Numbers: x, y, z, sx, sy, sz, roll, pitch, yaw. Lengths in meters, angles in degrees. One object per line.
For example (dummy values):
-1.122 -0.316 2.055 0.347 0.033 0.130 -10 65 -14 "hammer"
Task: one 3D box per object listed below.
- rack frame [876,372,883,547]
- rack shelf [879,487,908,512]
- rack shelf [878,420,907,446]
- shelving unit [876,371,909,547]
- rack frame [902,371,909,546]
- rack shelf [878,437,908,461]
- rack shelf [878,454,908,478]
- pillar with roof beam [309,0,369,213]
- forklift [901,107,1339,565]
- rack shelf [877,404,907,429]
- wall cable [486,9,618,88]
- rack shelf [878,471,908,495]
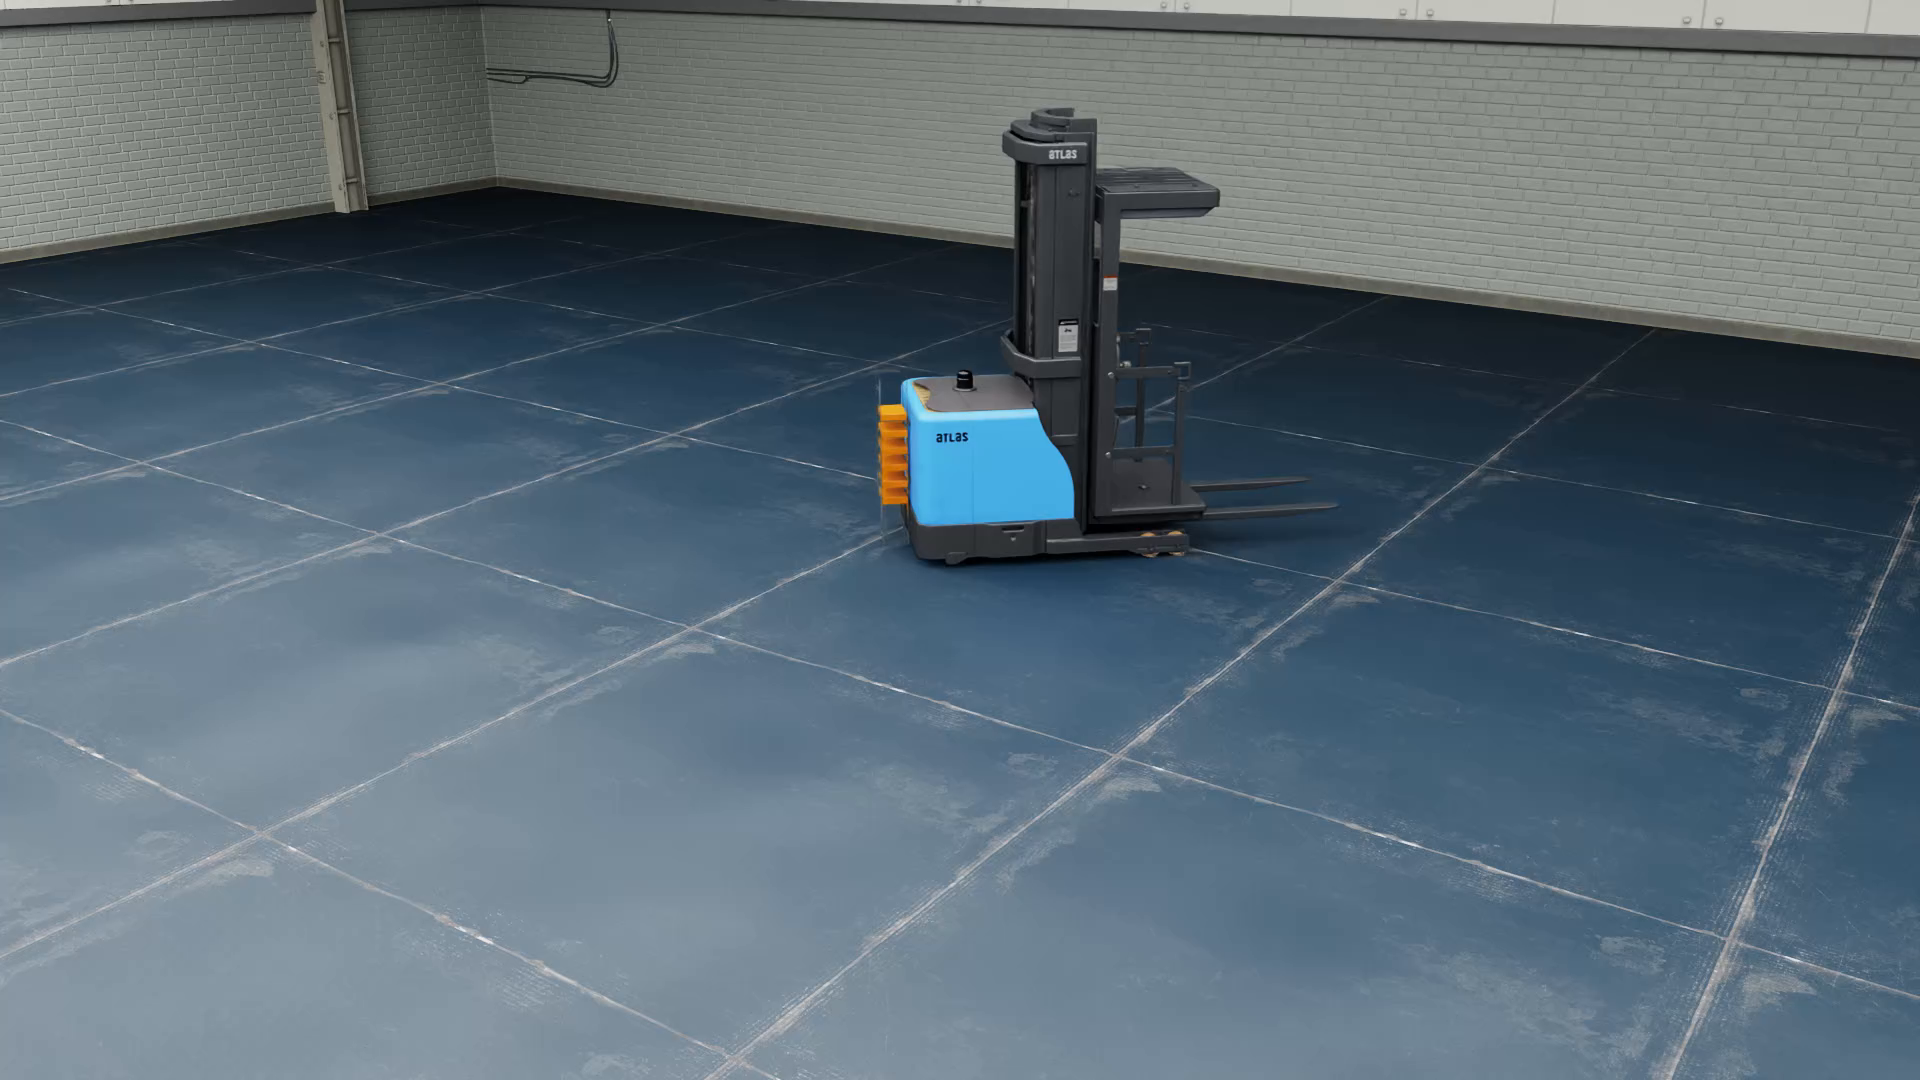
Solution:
-0.559 -0.552 11.528 0.006 1.200 0.240 -3 21 -9 "rack frame"
-0.469 -0.290 11.640 0.180 0.103 0.258 -3 21 -9 "rack shelf"
-0.469 -0.741 11.474 0.180 0.103 0.258 -3 21 -9 "rack shelf"
-0.469 -0.557 11.542 0.189 1.200 0.258 -3 21 -9 "shelving unit"
-0.378 -0.562 11.555 0.006 1.200 0.240 -3 21 -9 "rack frame"
-0.469 -0.628 11.515 0.180 0.103 0.258 -3 21 -9 "rack shelf"
-0.469 -0.515 11.557 0.180 0.103 0.258 -3 21 -9 "rack shelf"
-5.713 -8.405 21.517 9.100 9.000 0.400 13 24 32 "pillar with roof beam"
1.135 -1.433 11.413 3.031 2.935 1.130 -3 21 -9 "forklift"
-0.469 -0.853 11.432 0.180 0.103 0.258 -3 21 -9 "rack shelf"
-6.523 -8.376 25.913 3.097 2.526 0.112 13 24 32 "wall cable"
-0.469 -0.403 11.599 0.180 0.103 0.258 -3 21 -9 "rack shelf"
